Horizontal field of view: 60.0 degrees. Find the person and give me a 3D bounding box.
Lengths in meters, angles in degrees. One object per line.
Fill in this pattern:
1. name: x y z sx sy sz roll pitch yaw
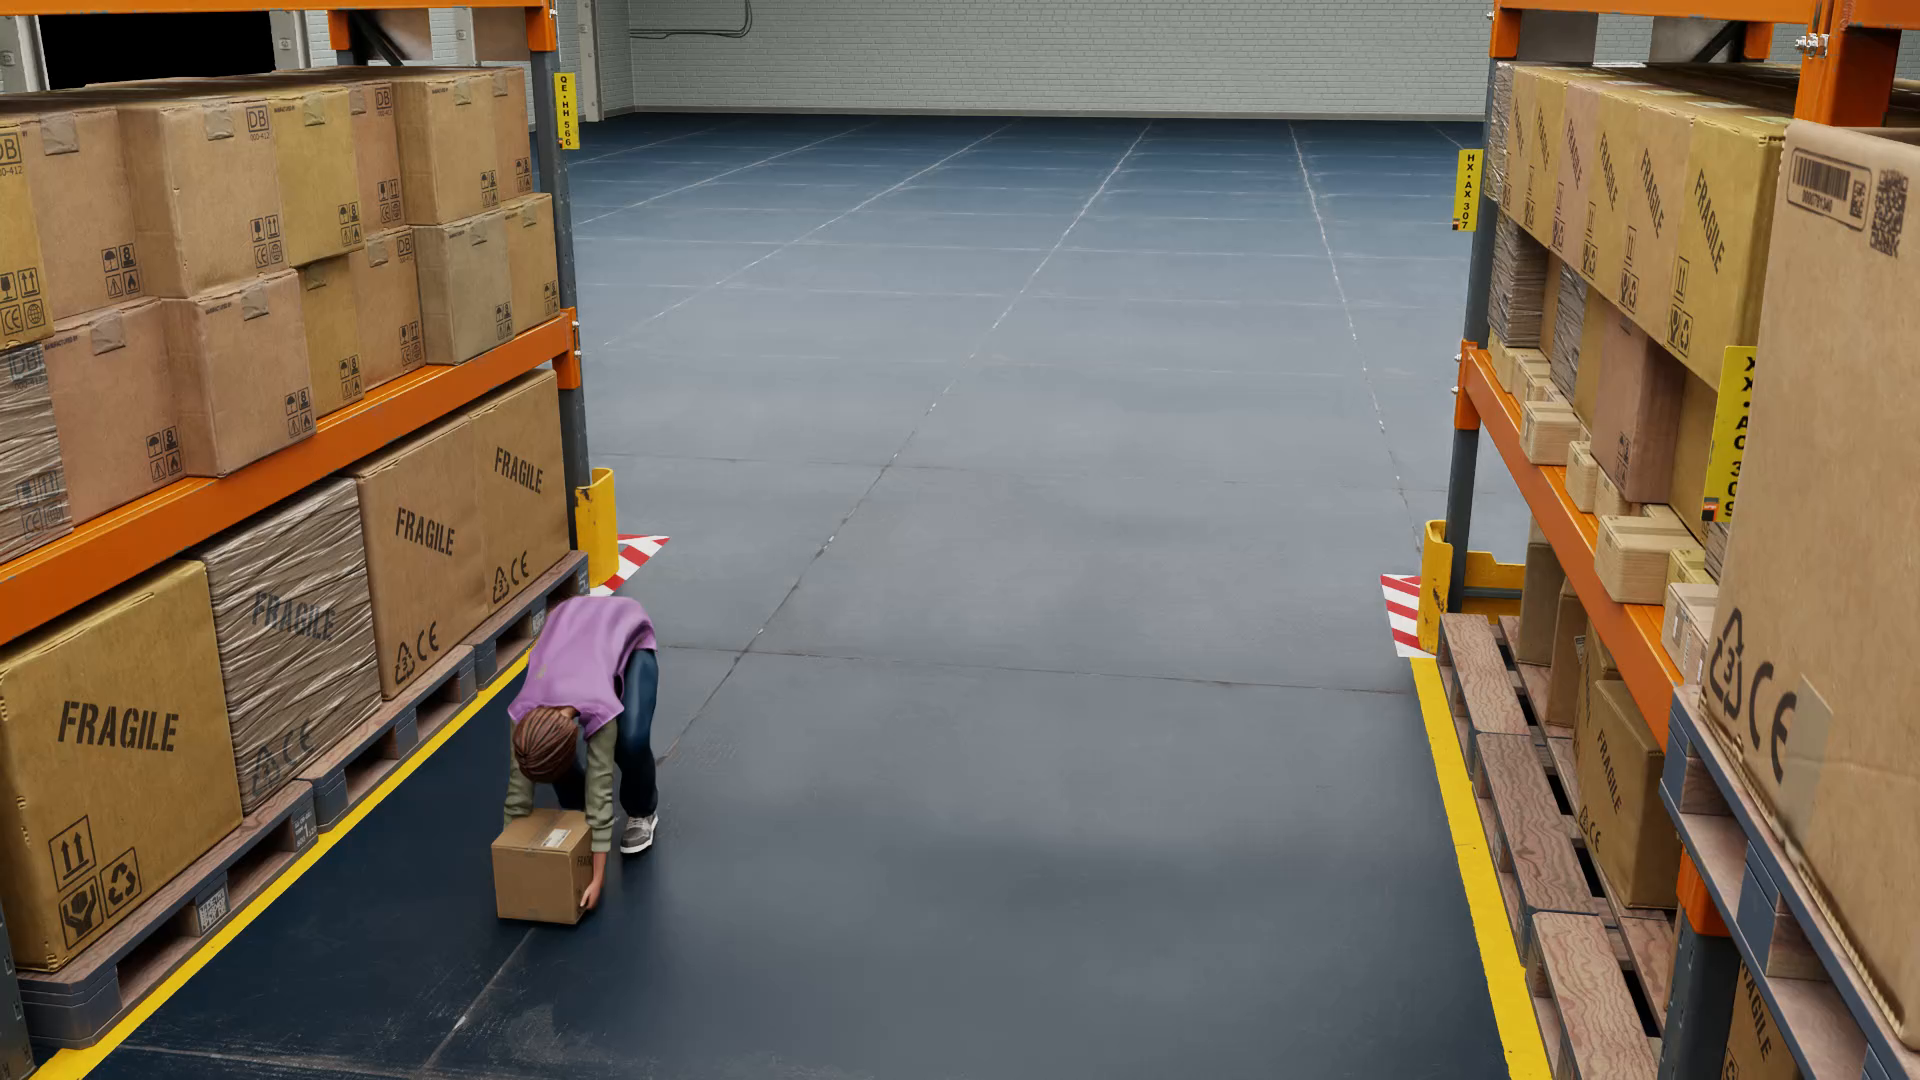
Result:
1. person: -1.203 0.624 5.311 0.422 0.886 0.854 2 18 6
